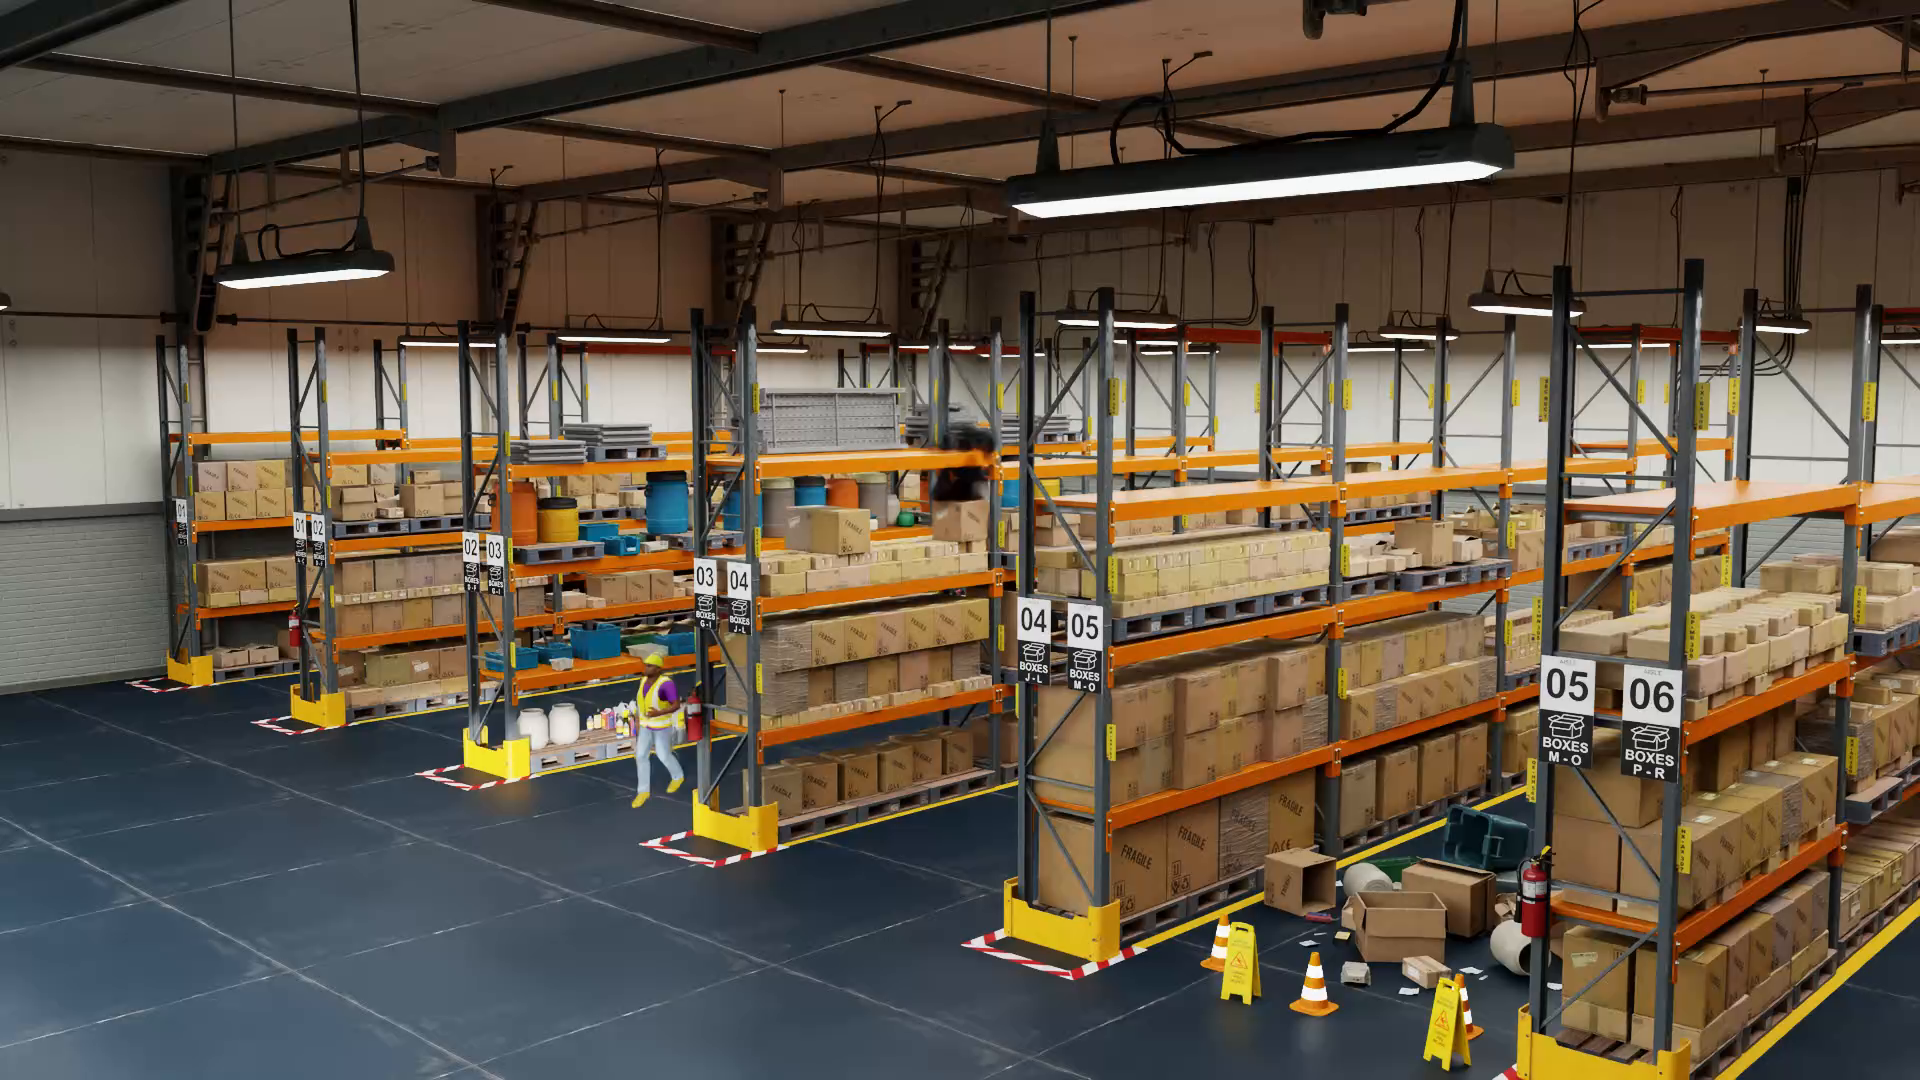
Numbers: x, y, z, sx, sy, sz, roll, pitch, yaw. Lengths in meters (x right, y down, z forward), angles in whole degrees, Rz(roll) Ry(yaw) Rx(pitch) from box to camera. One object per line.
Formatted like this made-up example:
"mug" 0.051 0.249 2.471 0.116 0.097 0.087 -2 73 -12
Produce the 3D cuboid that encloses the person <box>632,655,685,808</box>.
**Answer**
"person" -3.642 2.283 20.174 0.690 1.813 0.832 3 6 30

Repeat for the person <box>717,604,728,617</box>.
"person" -4.853 1.143 34.438 0.582 1.618 0.578 4 7 36
